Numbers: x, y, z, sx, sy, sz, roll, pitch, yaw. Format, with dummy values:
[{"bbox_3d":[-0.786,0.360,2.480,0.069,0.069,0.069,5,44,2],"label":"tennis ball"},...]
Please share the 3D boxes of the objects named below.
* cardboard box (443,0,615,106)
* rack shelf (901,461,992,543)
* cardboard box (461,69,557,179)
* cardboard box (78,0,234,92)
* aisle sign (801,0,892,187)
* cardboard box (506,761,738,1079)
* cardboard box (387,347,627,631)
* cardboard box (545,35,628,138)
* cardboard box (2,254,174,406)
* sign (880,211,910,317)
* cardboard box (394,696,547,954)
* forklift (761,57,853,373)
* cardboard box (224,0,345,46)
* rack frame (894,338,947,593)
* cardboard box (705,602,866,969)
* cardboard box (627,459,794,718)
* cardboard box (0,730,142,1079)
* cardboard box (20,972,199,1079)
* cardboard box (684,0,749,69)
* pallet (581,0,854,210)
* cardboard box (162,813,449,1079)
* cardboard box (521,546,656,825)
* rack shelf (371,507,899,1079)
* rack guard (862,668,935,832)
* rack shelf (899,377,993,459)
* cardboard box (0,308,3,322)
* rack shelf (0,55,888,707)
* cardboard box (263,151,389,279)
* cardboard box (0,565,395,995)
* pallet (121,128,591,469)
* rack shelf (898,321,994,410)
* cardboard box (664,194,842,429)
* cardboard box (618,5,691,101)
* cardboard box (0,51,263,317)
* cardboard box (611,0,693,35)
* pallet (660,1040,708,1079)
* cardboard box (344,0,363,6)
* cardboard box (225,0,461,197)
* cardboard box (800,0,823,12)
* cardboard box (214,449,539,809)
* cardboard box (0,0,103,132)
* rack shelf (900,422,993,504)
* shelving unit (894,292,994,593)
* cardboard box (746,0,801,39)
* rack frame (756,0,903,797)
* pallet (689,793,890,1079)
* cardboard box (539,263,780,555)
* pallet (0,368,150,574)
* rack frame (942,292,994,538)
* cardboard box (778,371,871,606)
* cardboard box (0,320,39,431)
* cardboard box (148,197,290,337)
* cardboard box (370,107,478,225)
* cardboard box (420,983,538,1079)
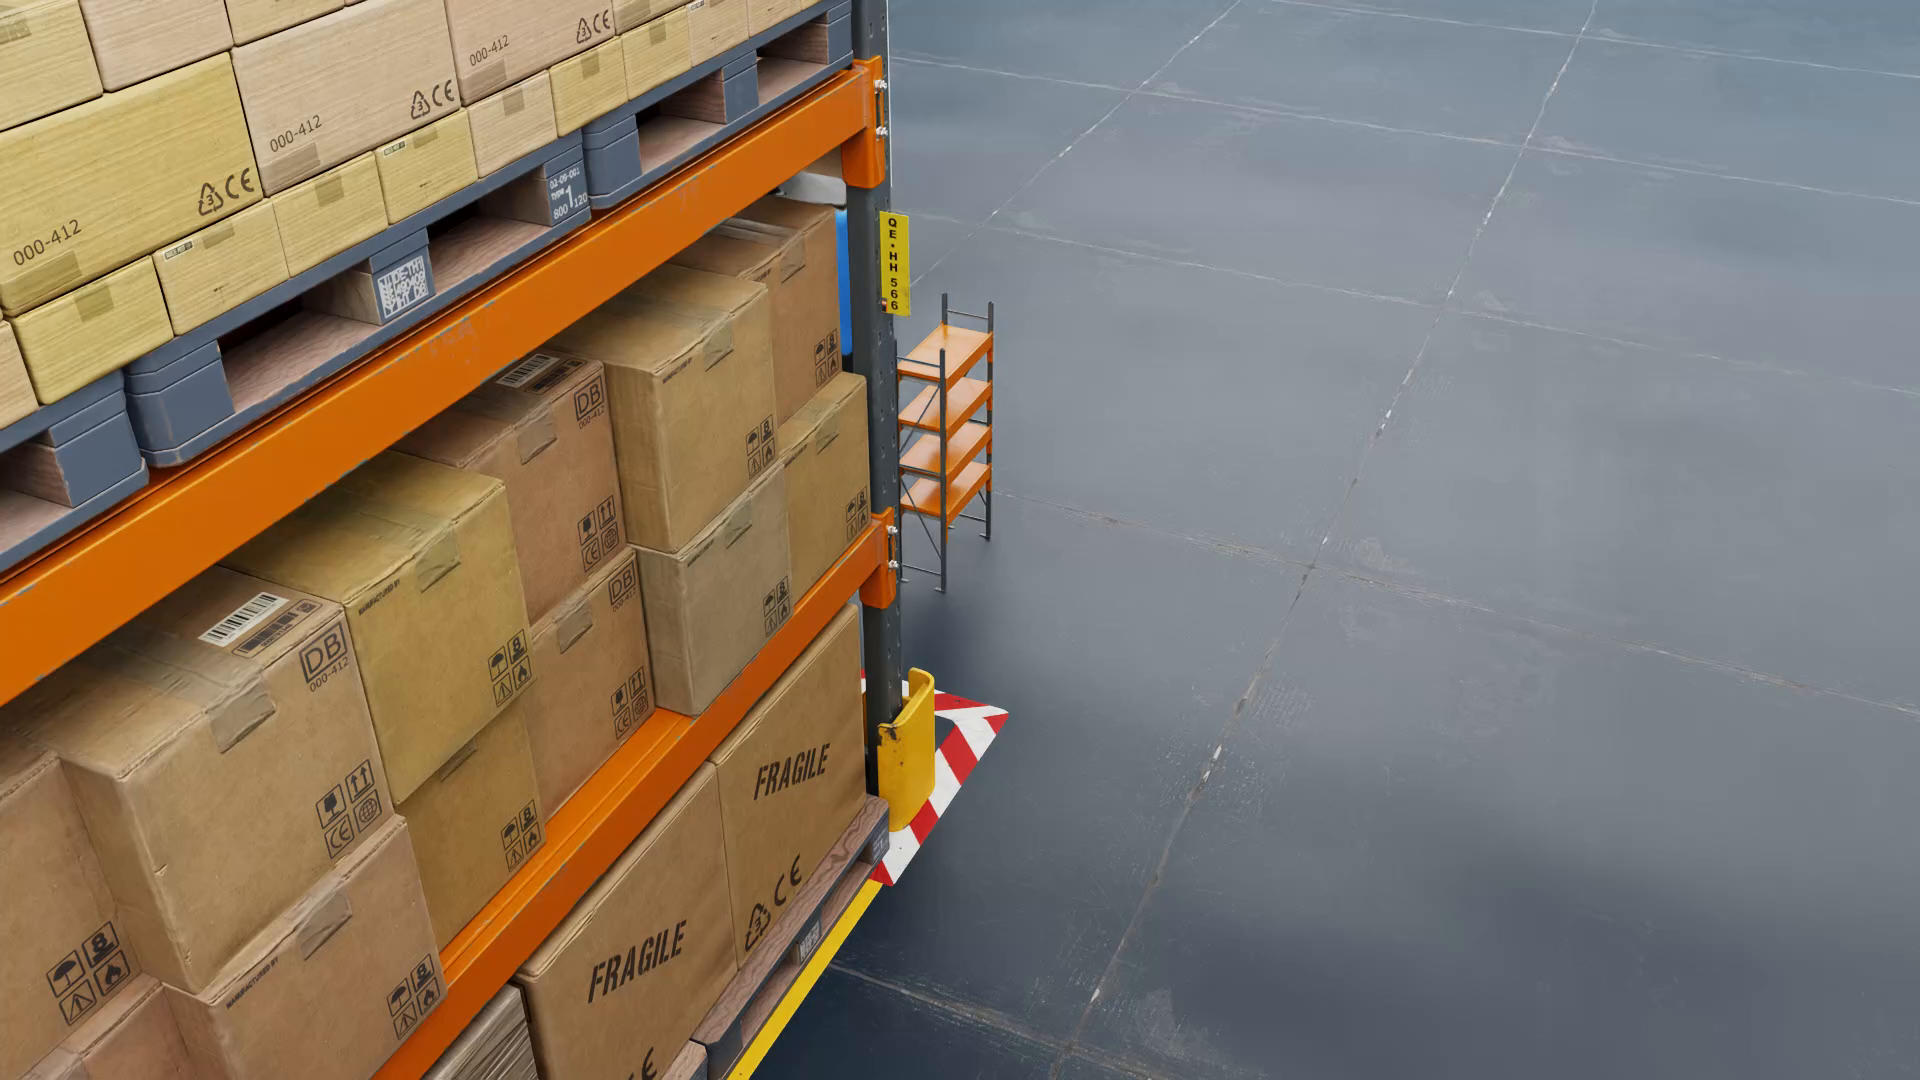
[{"bbox_3d":[-1.057,-1.104,3.353,0.500,0.250,0.500,14,36,20],"label":"cardboard box"},{"bbox_3d":[-0.069,-0.197,7.441,0.258,0.148,0.480,14,36,20],"label":"rack shelf"},{"bbox_3d":[-1.049,-0.867,3.357,0.380,0.149,0.250,14,36,21],"label":"cardboard box"},{"bbox_3d":[-1.367,-0.822,2.561,0.380,0.149,0.250,14,36,20],"label":"cardboard box"},{"bbox_3d":[-0.383,-1.430,4.825,0.394,0.787,0.004,14,36,20],"label":"aisle sign"},{"bbox_3d":[-1.276,1.128,4.849,0.875,0.875,0.875,14,36,20],"label":"cardboard box"},{"bbox_3d":[-1.380,-0.172,4.156,0.875,0.550,0.550,14,36,20],"label":"cardboard box"},{"bbox_3d":[-0.943,-0.993,3.548,0.380,0.149,0.250,14,36,20],"label":"cardboard box"},{"bbox_3d":[-1.474,-0.362,2.586,0.380,0.149,0.250,14,36,20],"label":"cardboard box"},{"bbox_3d":[-0.199,-0.829,5.006,0.100,0.325,0.005,14,36,20],"label":"sign"},{"bbox_3d":[-1.542,0.558,4.026,0.875,0.550,0.500,14,36,20],"label":"cardboard box"},{"bbox_3d":[-1.567,-2.562,8.984,1.130,2.935,3.031,-19,38,-27],"label":"forklift"},{"bbox_3d":[-1.262,-0.946,2.749,0.380,0.149,0.250,14,36,20],"label":"cardboard box"},{"bbox_3d":[-0.171,-0.298,7.110,0.240,1.200,0.015,14,36,20],"label":"rack frame"},{"bbox_3d":[-0.909,0.689,5.518,0.875,0.875,0.875,14,36,21],"label":"cardboard box"},{"bbox_3d":[-1.010,0.035,4.825,0.875,0.550,0.550,14,36,20],"label":"cardboard box"},{"bbox_3d":[-2.049,0.625,2.940,0.875,0.550,0.550,14,36,20],"label":"cardboard box"},{"bbox_3d":[-2.006,1.087,3.220,0.875,0.550,0.550,14,36,20],"label":"cardboard box"},{"bbox_3d":[-0.730,-1.247,3.935,0.380,0.149,0.250,15,36,21],"label":"cardboard box"},{"bbox_3d":[-0.986,-1.222,4.224,1.003,0.211,1.213,14,36,20],"label":"pallet"},{"bbox_3d":[-1.673,0.845,3.589,0.875,0.550,0.550,14,36,20],"label":"cardboard box"},{"bbox_3d":[-1.358,0.285,4.443,0.875,0.550,0.550,14,36,20],"label":"cardboard box"},{"bbox_3d":[-1.522,0.920,4.267,1.077,0.370,4.000,14,36,20],"label":"rack shelf"},{"bbox_3d":[-0.676,0.657,6.293,1.175,0.500,0.348,14,36,20],"label":"rack guard"},{"bbox_3d":[-0.069,-0.550,7.210,0.258,0.148,0.480,14,36,20],"label":"rack shelf"},{"bbox_3d":[-1.691,-0.349,2.203,0.500,0.250,0.500,14,36,20],"label":"cardboard box"},{"bbox_3d":[-1.522,-0.334,3.445,1.077,0.370,4.000,14,36,20],"label":"rack shelf"},{"bbox_3d":[-1.262,-0.612,2.968,0.380,0.149,0.250,15,36,21],"label":"cardboard box"},{"bbox_3d":[-1.698,0.387,3.302,0.875,0.550,0.550,14,36,20],"label":"cardboard box"},{"bbox_3d":[-1.496,-0.612,3.294,1.003,0.211,1.213,14,36,20],"label":"pallet"},{"bbox_3d":[-0.069,-0.748,7.080,0.258,0.148,0.480,14,36,20],"label":"rack shelf"},{"bbox_3d":[-0.876,-0.715,4.984,0.875,0.550,0.550,14,36,20],"label":"cardboard box"},{"bbox_3d":[-0.836,-1.121,3.744,0.380,0.149,0.250,15,36,21],"label":"cardboard box"},{"bbox_3d":[-1.480,-0.600,2.586,0.500,0.250,0.500,14,36,20],"label":"cardboard box"},{"bbox_3d":[-0.847,-1.353,3.734,0.500,0.250,0.500,14,36,21],"label":"cardboard box"},{"bbox_3d":[-1.461,1.811,4.796,1.003,0.211,1.213,14,36,20],"label":"pallet"},{"bbox_3d":[-1.156,-1.072,2.941,0.380,0.149,0.250,14,36,21],"label":"cardboard box"},{"bbox_3d":[-1.269,-0.853,2.971,0.500,0.250,0.500,15,36,21],"label":"cardboard box"},{"bbox_3d":[-0.517,-1.500,4.322,0.380,0.149,0.250,14,36,20],"label":"cardboard box"},{"bbox_3d":[-1.484,0.122,3.708,0.875,0.550,0.500,14,36,20],"label":"cardboard box"},{"bbox_3d":[-1.473,-0.696,2.369,0.380,0.149,0.250,15,36,21],"label":"cardboard box"},{"bbox_3d":[-0.069,-0.363,7.332,0.258,0.148,0.480,14,36,20],"label":"rack shelf"},{"bbox_3d":[-0.069,-0.419,7.295,0.258,1.200,0.503,14,36,20],"label":"shelving unit"},{"bbox_3d":[-0.623,-1.375,4.131,0.380,0.149,0.250,14,36,21],"label":"cardboard box"},{"bbox_3d":[-0.686,-0.377,5.589,1.000,3.000,0.127,14,36,20],"label":"rack frame"},{"bbox_3d":[-0.949,1.206,5.719,1.003,0.211,1.213,14,36,20],"label":"pallet"},{"bbox_3d":[-1.022,-0.420,4.533,0.875,0.550,0.550,14,36,20],"label":"cardboard box"},{"bbox_3d":[-2.007,-0.007,2.370,1.003,0.211,1.213,14,36,20],"label":"pallet"},{"bbox_3d":[0.033,-0.541,7.481,0.240,1.200,0.015,14,36,20],"label":"rack frame"},{"bbox_3d":[-0.800,-0.244,5.250,0.875,0.550,0.550,14,36,20],"label":"cardboard box"},{"bbox_3d":[-1.581,-0.233,2.389,0.380,0.149,0.250,14,36,20],"label":"cardboard box"},{"bbox_3d":[-1.367,-0.489,2.780,0.380,0.149,0.250,14,36,21],"label":"cardboard box"},{"bbox_3d":[-1.155,-0.741,3.163,0.380,0.149,0.250,15,36,21],"label":"cardboard box"},{"bbox_3d":[-1.659,1.581,4.158,0.875,0.875,0.875,14,36,21],"label":"cardboard box"}]
